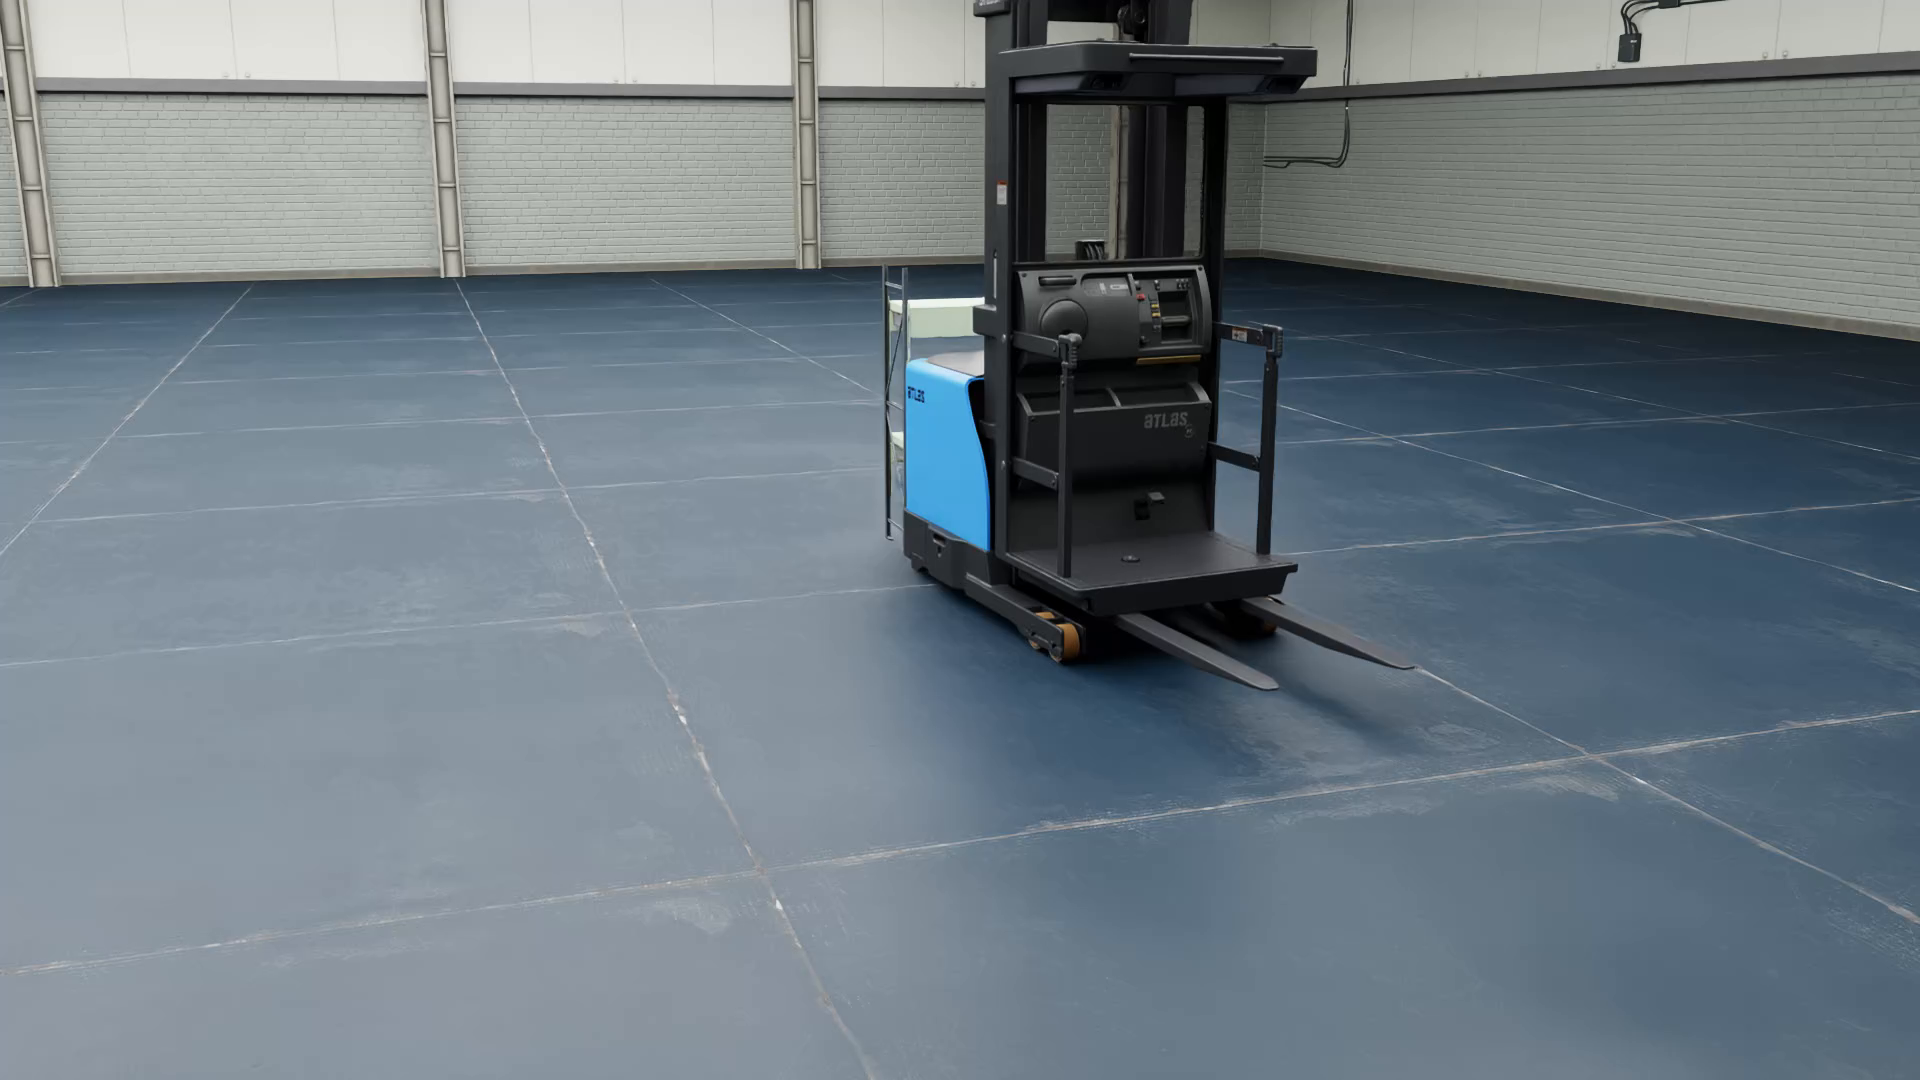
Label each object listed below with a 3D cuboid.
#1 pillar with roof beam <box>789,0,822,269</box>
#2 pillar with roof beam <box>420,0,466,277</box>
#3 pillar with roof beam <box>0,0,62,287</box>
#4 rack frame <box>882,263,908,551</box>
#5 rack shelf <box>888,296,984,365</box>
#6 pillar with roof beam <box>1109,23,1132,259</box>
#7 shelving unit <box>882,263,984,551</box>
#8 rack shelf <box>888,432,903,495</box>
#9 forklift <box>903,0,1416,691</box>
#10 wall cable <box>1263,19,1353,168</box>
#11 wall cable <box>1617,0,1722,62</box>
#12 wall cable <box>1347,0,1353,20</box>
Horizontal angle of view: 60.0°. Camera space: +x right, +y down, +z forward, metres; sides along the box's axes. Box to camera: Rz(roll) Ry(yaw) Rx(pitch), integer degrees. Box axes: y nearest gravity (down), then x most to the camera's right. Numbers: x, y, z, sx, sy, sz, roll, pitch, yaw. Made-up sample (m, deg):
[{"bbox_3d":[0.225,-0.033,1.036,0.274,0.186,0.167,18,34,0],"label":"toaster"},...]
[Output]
[{"bbox_3d":[-1.294,-8.220,24.255,0.400,9.000,9.100,-4,14,-18],"label":"pillar with roof beam"},{"bbox_3d":[-6.981,-7.777,22.393,0.400,9.000,9.100,-4,14,-18],"label":"pillar with roof beam"},{"bbox_3d":[-12.667,-7.335,20.532,0.400,9.000,9.100,-4,14,-18],"label":"pillar with roof beam"},{"bbox_3d":[-0.341,-0.703,8.858,0.023,1.500,0.400,-4,14,-18],"label":"rack frame"},{"bbox_3d":[0.006,-1.110,8.881,0.720,0.370,0.431,-4,14,-18],"label":"rack shelf"},{"bbox_3d":[4.393,-8.663,26.117,0.400,9.000,9.100,-4,14,-18],"label":"pillar with roof beam"},{"bbox_3d":[0.006,-0.730,8.971,0.755,1.500,0.431,-4,14,-18],"label":"shelving unit"},{"bbox_3d":[0.006,-0.413,9.047,0.720,0.370,0.431,-4,14,-18],"label":"rack shelf"},{"bbox_3d":[0.777,-1.025,7.120,1.130,2.935,3.031,-6,15,-23],"label":"forklift"},{"bbox_3d":[6.233,-8.024,30.140,0.112,2.526,3.097,-4,14,-18],"label":"wall cable"},{"bbox_3d":[9.246,-9.106,20.629,0.169,6.003,2.305,-4,14,-18],"label":"wall cable"},{"bbox_3d":[7.096,-9.888,27.061,0.112,2.526,3.097,-4,14,-18],"label":"wall cable"}]
